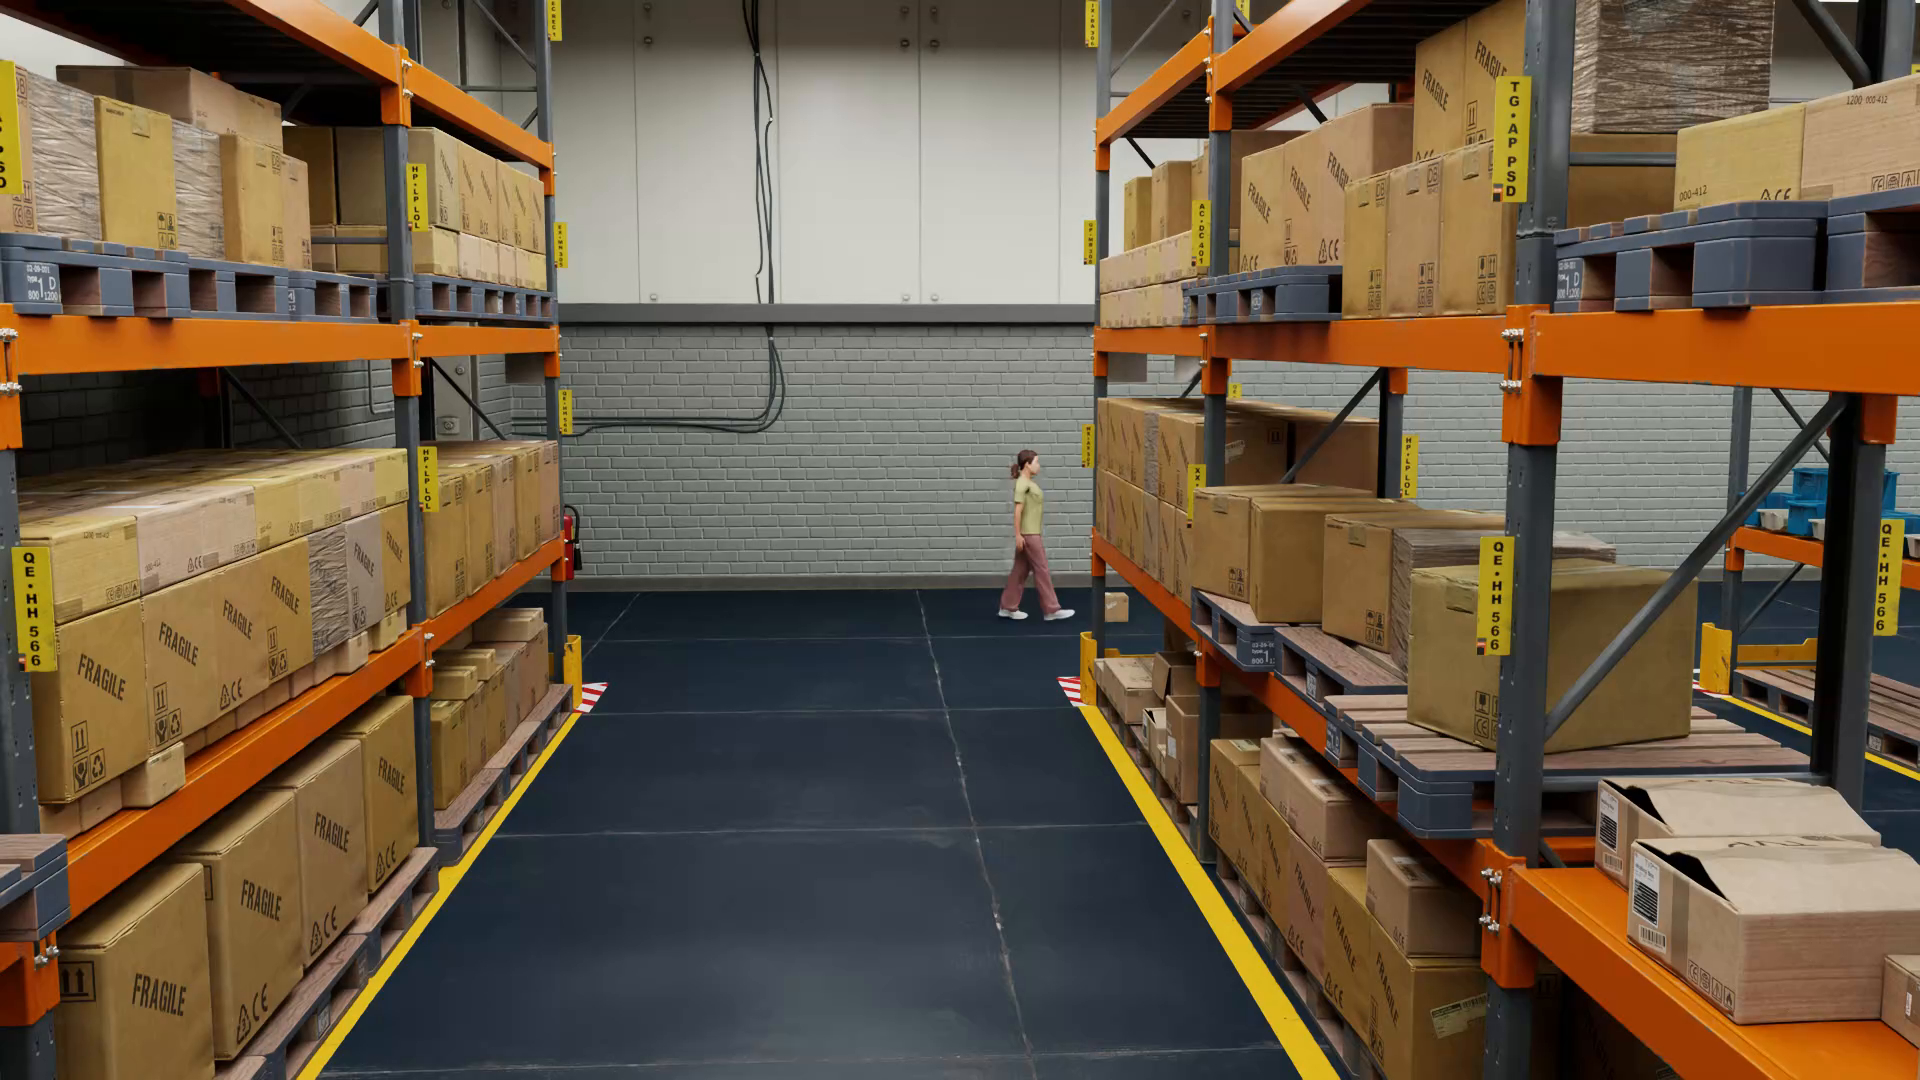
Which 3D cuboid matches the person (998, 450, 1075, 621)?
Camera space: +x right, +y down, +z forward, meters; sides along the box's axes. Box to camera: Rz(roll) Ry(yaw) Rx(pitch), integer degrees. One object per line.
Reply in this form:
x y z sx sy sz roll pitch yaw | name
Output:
0.746 -0.047 16.145 0.758 1.652 0.465 1 7 8 | person
